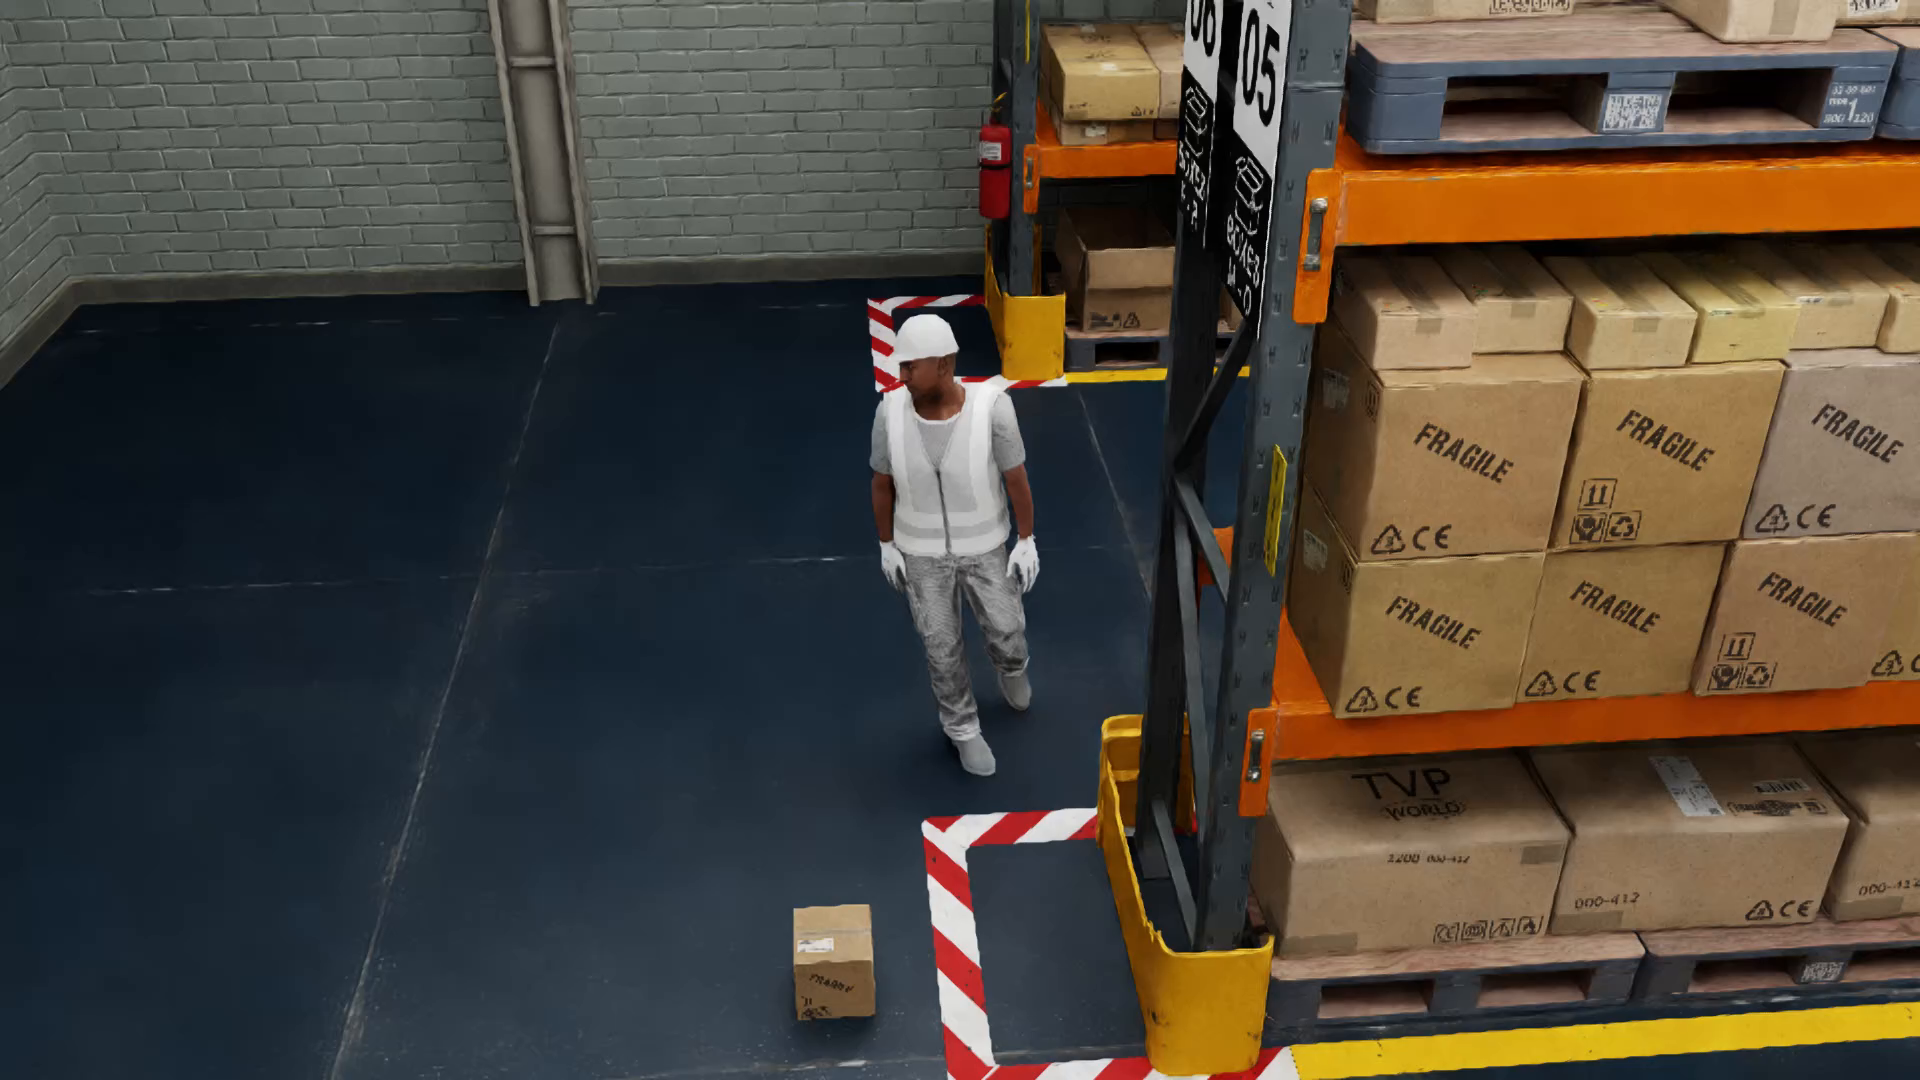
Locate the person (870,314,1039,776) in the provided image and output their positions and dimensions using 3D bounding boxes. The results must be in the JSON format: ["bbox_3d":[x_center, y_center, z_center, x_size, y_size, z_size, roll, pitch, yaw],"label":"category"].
[{"bbox_3d":[-0.018,0.017,6.116,0.616,1.757,0.552,0,31,0],"label":"person"}]
